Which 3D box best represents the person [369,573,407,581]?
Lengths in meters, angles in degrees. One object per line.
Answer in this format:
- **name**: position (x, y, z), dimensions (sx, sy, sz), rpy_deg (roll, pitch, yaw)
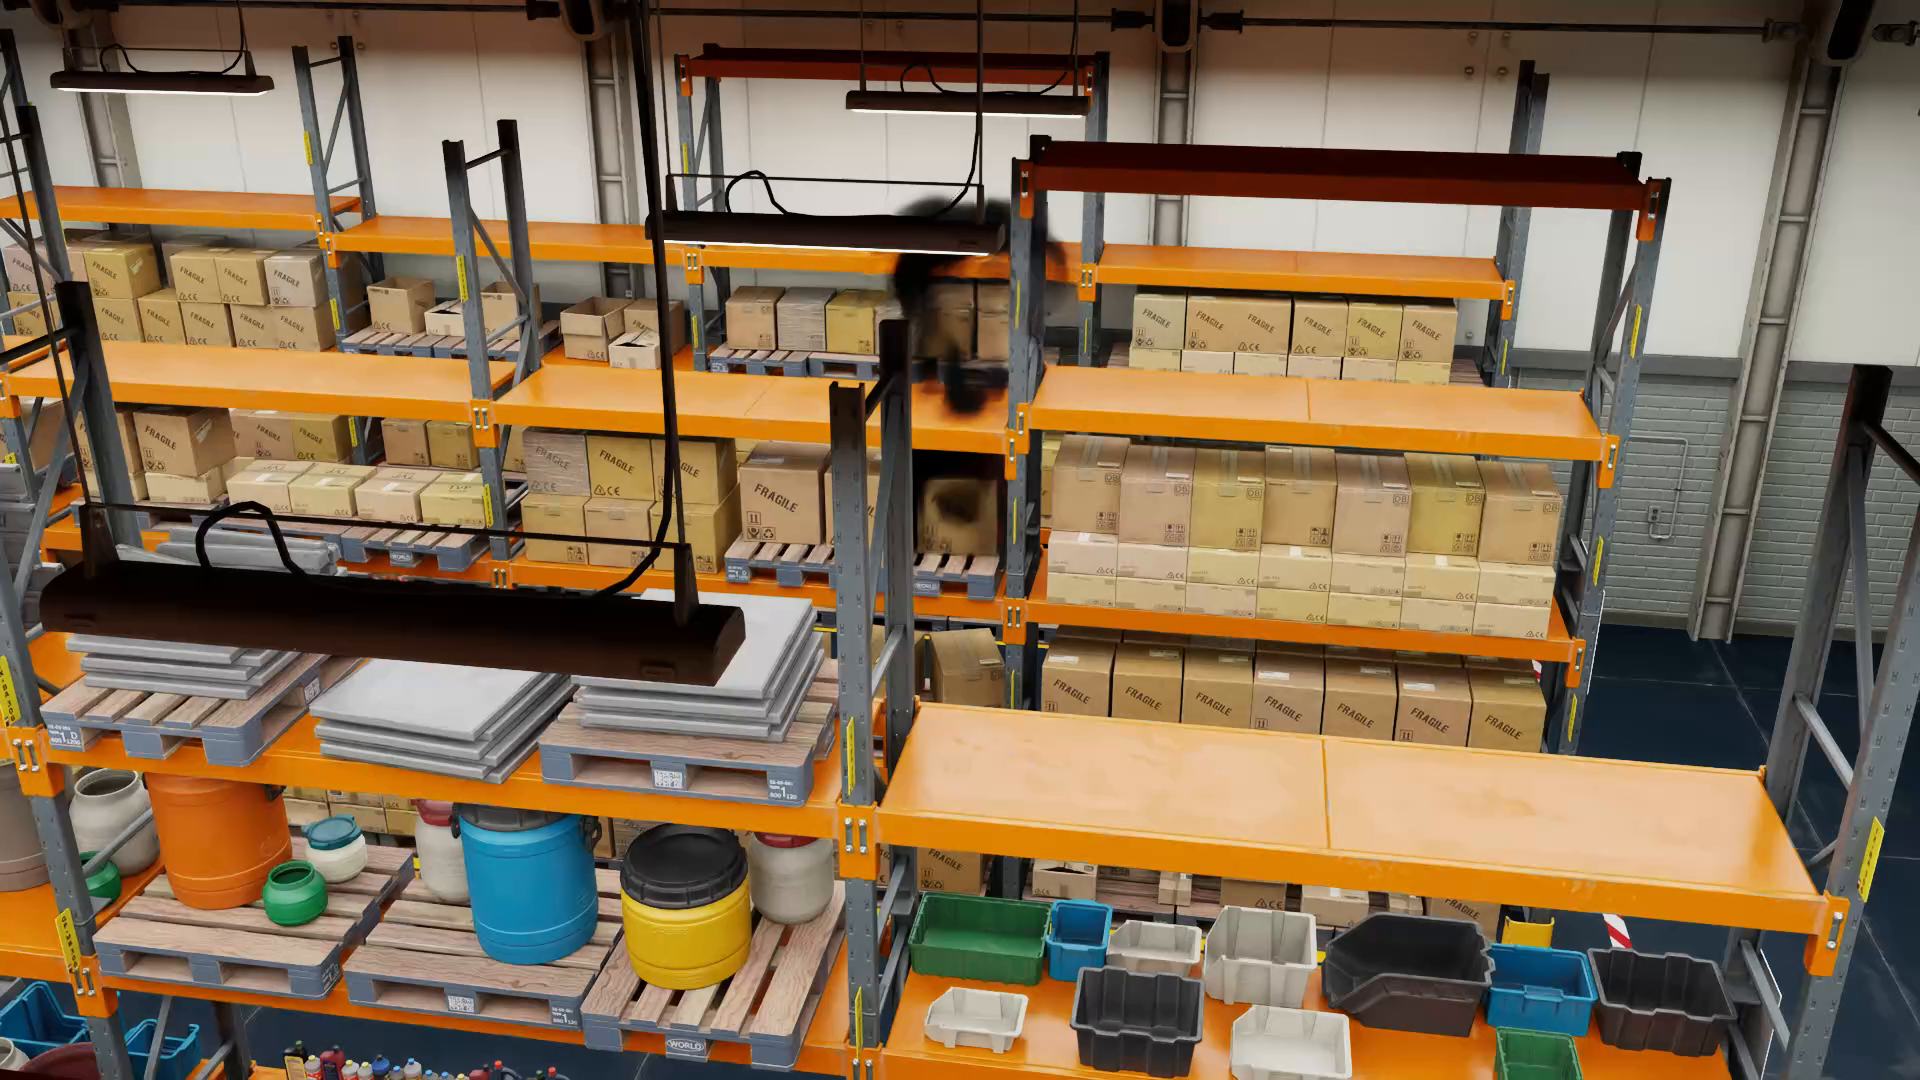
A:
- **person**: position (-5.674, 0.579, 16.755), dimensions (0.601, 1.749, 0.669), rpy_deg (-2, 23, -5)
